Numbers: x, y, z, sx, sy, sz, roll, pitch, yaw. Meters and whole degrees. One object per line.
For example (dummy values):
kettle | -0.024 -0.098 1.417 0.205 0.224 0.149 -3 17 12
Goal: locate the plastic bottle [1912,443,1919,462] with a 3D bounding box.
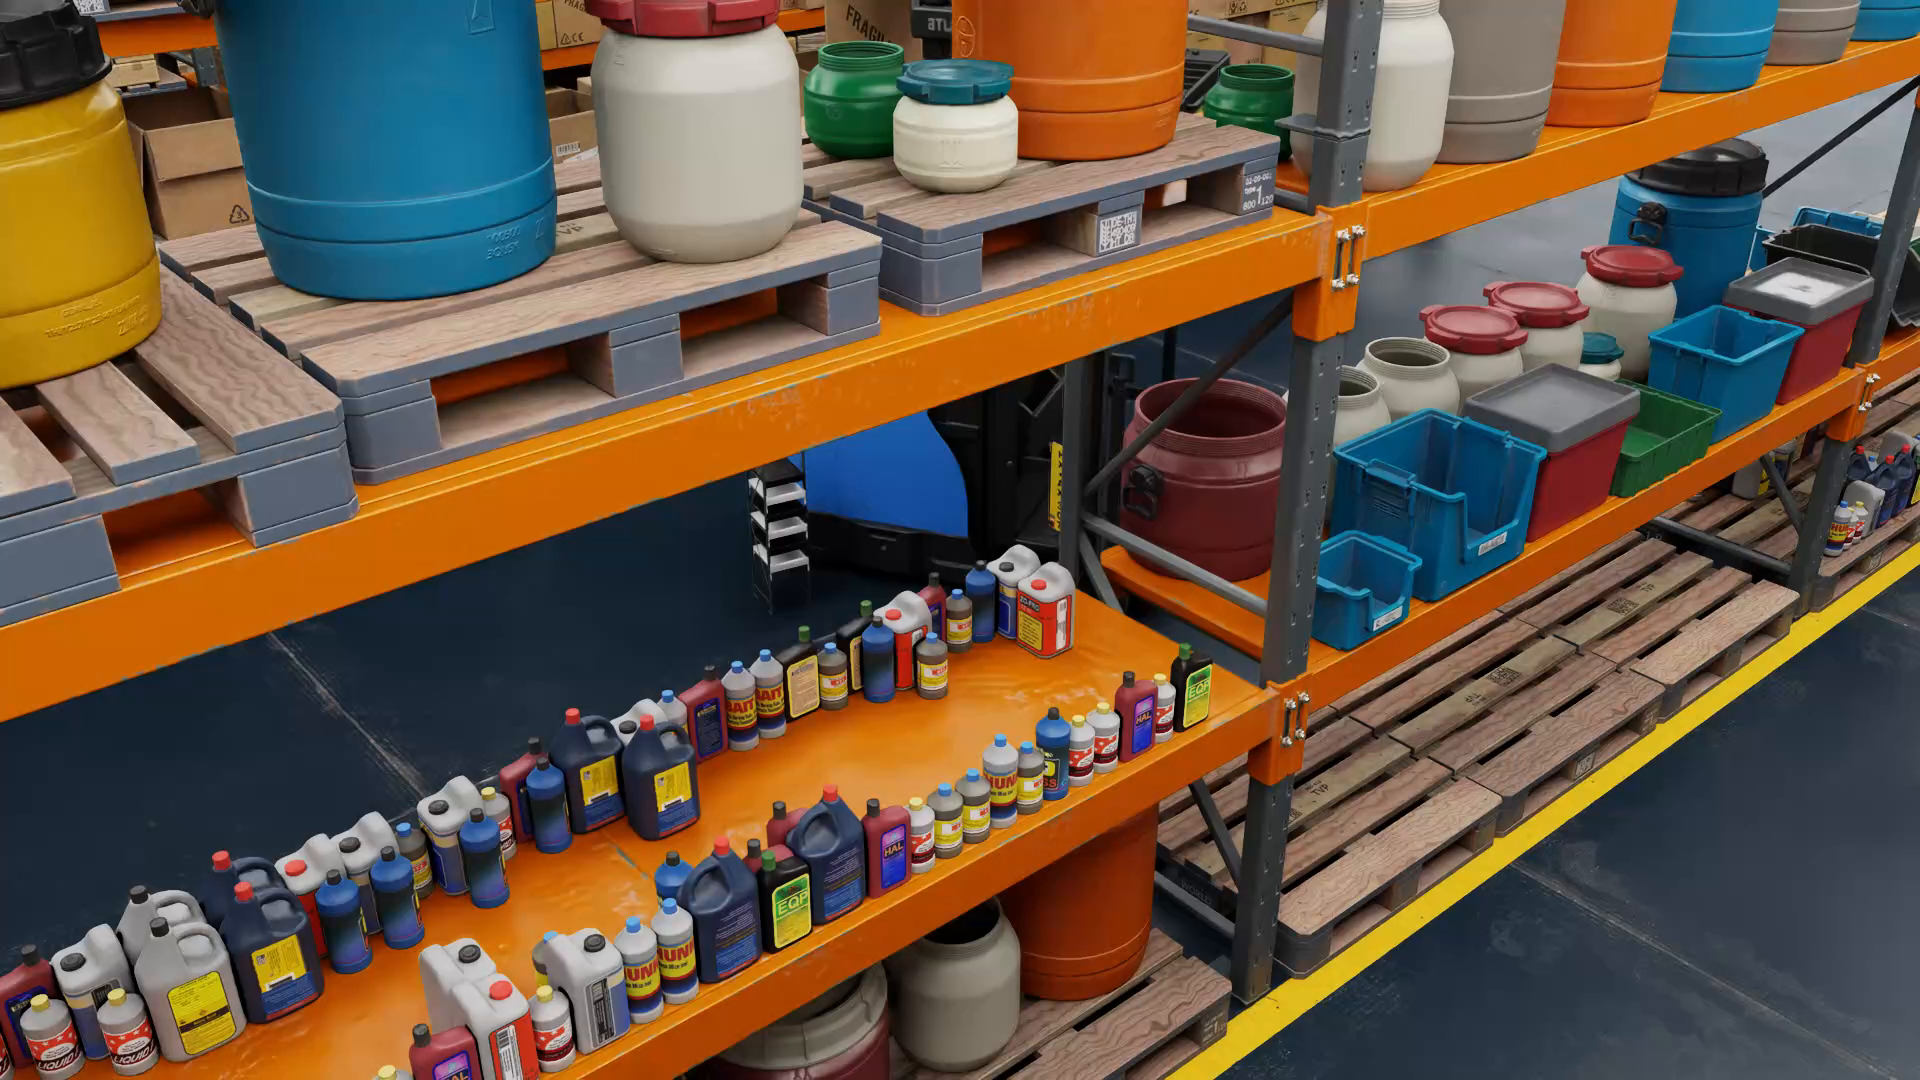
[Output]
plastic bottle | 5.104 -0.443 8.740 0.185 0.351 0.144 -22 35 -35

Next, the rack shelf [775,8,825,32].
rack shelf | -1.082 -5.011 15.708 4.000 0.370 1.077 -22 35 -35

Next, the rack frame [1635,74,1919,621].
rack frame | 3.753 -1.131 7.685 0.127 3.000 1.000 -22 35 -35

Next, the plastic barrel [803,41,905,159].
plastic barrel | -0.245 -1.106 4.173 0.294 0.245 0.294 0 28 0

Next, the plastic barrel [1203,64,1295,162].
plastic barrel | 0.865 -1.256 4.900 0.294 0.245 0.294 0 28 0

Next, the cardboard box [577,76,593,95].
cardboard box | -1.760 -2.299 9.318 0.500 0.500 0.700 -16 32 -28

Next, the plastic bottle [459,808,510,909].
plastic bottle | -1.207 0.797 4.212 0.097 0.271 0.097 0 28 0

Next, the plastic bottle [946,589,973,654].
plastic bottle | -0.009 0.252 5.307 0.097 0.201 0.097 0 28 0

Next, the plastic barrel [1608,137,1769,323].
plastic barrel | 3.263 -1.343 7.549 0.708 0.901 0.600 -22 35 -35

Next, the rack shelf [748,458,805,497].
rack shelf | -0.875 -0.310 7.873 0.200 0.077 0.258 -14 31 -25

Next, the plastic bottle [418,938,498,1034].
plastic bottle | -1.127 1.028 3.776 0.135 0.276 0.152 -22 35 -35

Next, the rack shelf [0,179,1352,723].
rack shelf | -0.811 -0.302 3.713 4.000 0.370 1.077 -22 35 -35

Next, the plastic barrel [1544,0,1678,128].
plastic barrel | 1.974 -1.794 5.285 0.708 0.830 0.600 -22 35 -35

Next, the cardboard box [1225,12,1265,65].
cardboard box | 1.639 -3.528 11.747 0.500 0.500 0.875 -22 35 -35

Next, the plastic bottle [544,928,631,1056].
plastic bottle | -0.852 1.011 3.806 0.135 0.276 0.152 -22 35 -35

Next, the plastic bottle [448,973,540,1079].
plastic bottle | -1.029 1.082 3.674 0.135 0.276 0.152 -22 35 -35

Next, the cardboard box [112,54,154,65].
cardboard box | -5.727 -3.384 11.406 0.250 0.149 0.380 -21 35 -34

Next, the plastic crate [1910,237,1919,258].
plastic crate | 4.969 -1.352 8.322 0.662 0.188 0.450 -22 35 -35

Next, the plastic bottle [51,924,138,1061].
plastic bottle | -1.965 1.022 3.786 0.135 0.276 0.152 -22 35 -35

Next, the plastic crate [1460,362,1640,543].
plastic crate | 2.138 -0.321 6.099 0.583 0.464 0.402 -22 35 -35

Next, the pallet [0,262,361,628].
pallet | -1.800 -0.199 2.957 1.003 0.211 1.213 -22 35 -35

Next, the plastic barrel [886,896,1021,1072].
plastic barrel | -0.022 1.365 5.208 0.421 0.512 0.421 0 28 0

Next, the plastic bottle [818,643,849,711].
plastic bottle | -0.388 0.404 5.022 0.097 0.201 0.097 0 28 0

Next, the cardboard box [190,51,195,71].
cardboard box | -5.478 -3.771 12.518 0.500 0.500 0.500 -22 35 -35

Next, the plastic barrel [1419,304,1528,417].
plastic barrel | 1.996 -0.620 6.584 0.433 0.535 0.433 0 28 0

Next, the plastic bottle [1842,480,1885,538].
plastic bottle | 4.509 -0.173 8.315 0.135 0.276 0.152 -20 34 -33

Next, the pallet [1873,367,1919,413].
pallet | 6.148 -0.838 10.095 1.213 0.211 1.003 -22 35 -35

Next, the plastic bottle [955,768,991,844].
plastic bottle | 0.034 0.705 4.459 0.097 0.201 0.097 0 28 0

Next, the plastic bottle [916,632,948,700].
plastic bottle | -0.085 0.377 5.073 0.097 0.201 0.097 0 28 0

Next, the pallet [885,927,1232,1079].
pallet | 0.138 1.578 5.573 1.213 0.211 1.003 -22 35 -35

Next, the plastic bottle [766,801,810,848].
plastic bottle | -0.424 0.775 4.241 0.133 0.283 0.061 -22 35 -35

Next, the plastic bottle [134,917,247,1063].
plastic bottle | -1.752 0.991 3.766 0.185 0.351 0.144 -22 35 -35

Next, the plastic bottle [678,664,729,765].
plastic bottle | -0.737 0.497 4.761 0.133 0.283 0.061 -22 35 -35

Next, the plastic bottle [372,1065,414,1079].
plastic bottle | -1.201 1.201 3.530 0.097 0.201 0.097 0 28 0

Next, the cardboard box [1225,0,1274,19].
cardboard box | 1.806 -3.876 11.338 0.500 0.500 0.500 -22 35 -35

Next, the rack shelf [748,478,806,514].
rack shelf | -0.875 -0.230 7.915 0.200 0.077 0.258 -14 31 -25

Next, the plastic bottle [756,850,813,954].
plastic bottle | -0.432 0.867 4.068 0.133 0.283 0.061 -22 35 -35

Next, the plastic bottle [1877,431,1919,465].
plastic bottle | 4.989 -0.456 8.843 0.135 0.276 0.152 -22 35 -35

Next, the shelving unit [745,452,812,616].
shelving unit | -0.875 -0.101 7.984 0.210 0.900 0.258 -14 31 -25

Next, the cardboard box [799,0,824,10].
cardboard box | -1.440 -5.199 15.137 0.550 0.550 0.875 -22 35 -35

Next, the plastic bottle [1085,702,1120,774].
plastic bottle | 0.404 0.556 4.738 0.097 0.201 0.097 0 28 0

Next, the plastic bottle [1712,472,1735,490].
plastic bottle | 4.056 -0.457 8.767 0.185 0.351 0.144 -23 36 -36

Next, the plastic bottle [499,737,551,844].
plastic bottle | -1.156 0.666 4.446 0.133 0.283 0.061 -22 35 -35

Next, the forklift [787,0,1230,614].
forklift | 0.639 -1.182 7.852 3.031 2.935 1.130 10 30 18

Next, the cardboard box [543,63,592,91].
cardboard box | -3.017 -3.688 14.409 0.750 0.750 1.050 -22 35 -35

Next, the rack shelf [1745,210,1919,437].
rack shelf | 5.275 -1.426 8.999 4.000 0.370 1.077 -22 35 -35

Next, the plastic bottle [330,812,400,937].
plastic bottle | -1.479 0.827 4.152 0.135 0.276 0.152 -22 35 -35

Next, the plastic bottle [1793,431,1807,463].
plastic bottle | 4.534 -0.556 9.024 0.133 0.283 0.061 -22 35 -35
